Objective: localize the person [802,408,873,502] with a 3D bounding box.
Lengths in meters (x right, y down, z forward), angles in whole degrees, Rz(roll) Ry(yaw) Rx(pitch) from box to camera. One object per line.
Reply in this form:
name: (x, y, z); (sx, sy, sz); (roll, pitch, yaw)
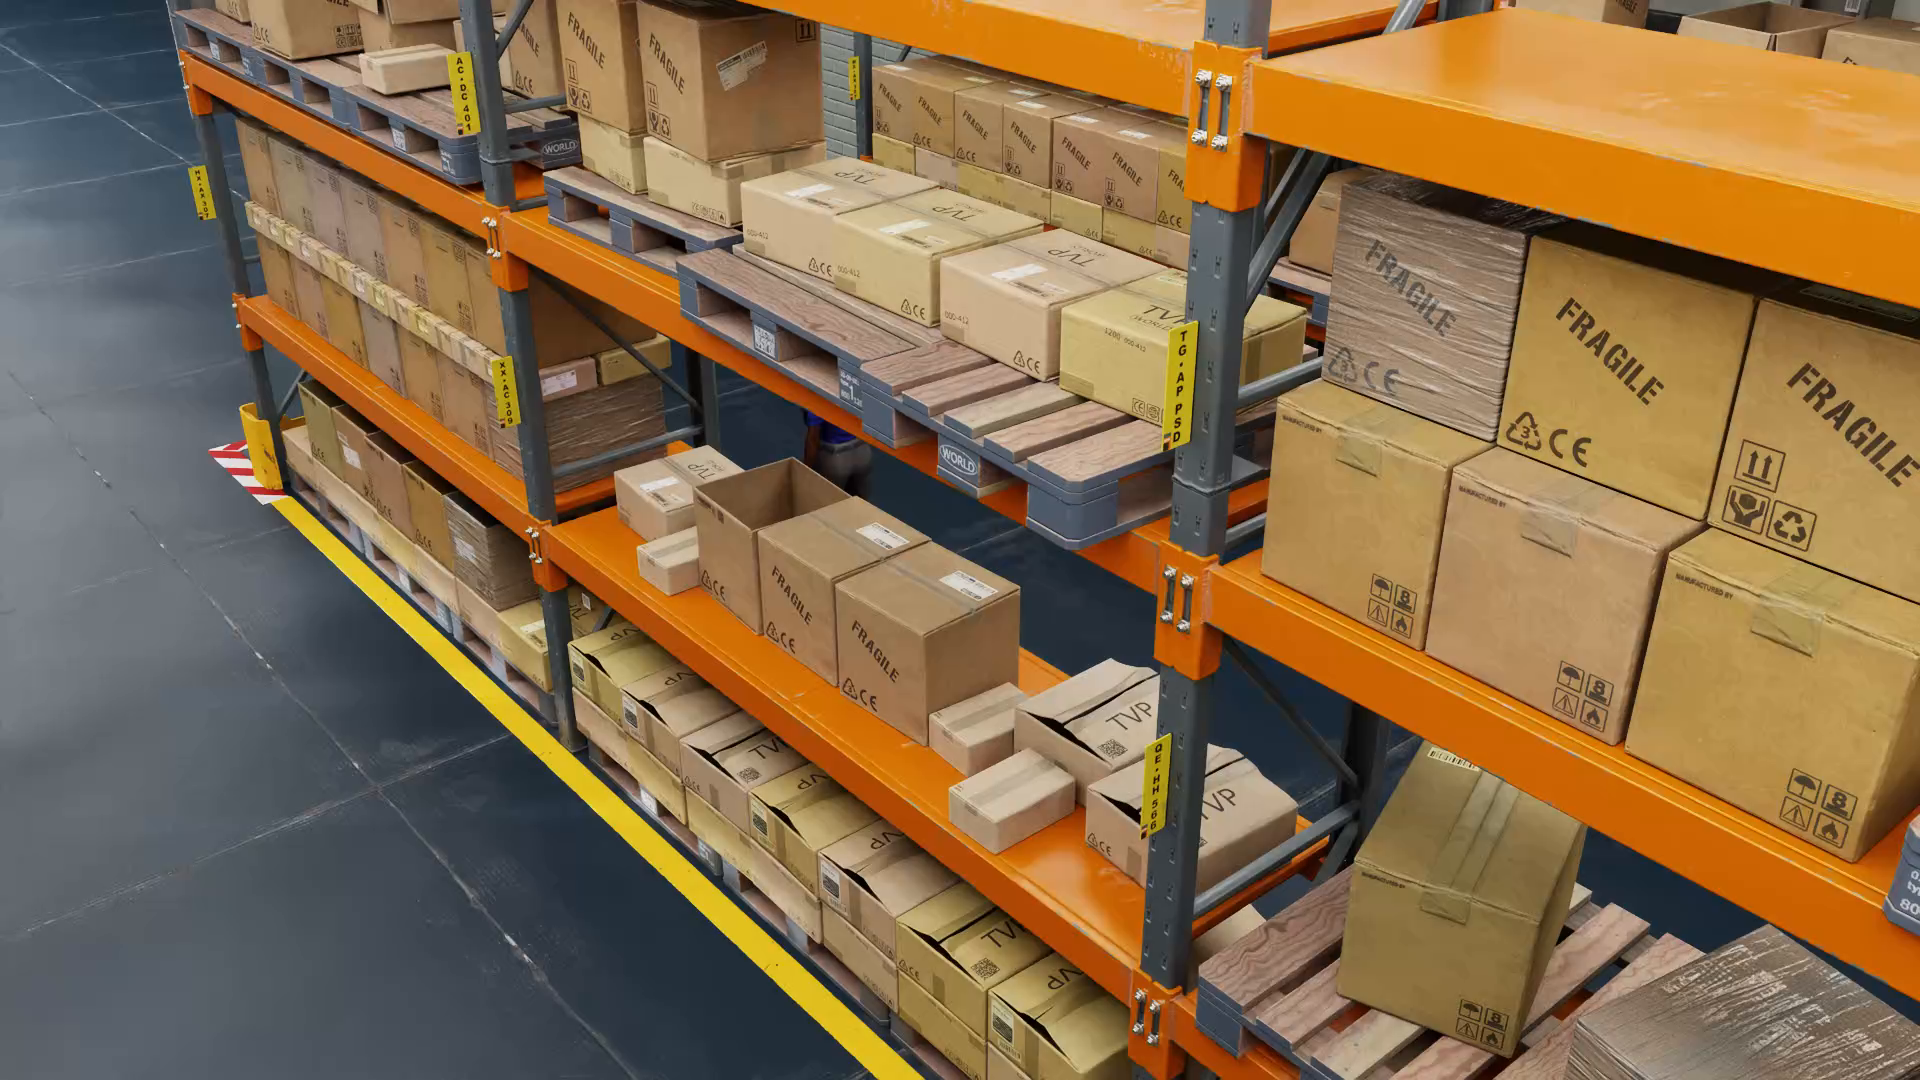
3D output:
person: (-0.695, -0.457, 9.477); (0.524, 1.653, 0.352); (-25, 37, -38)
